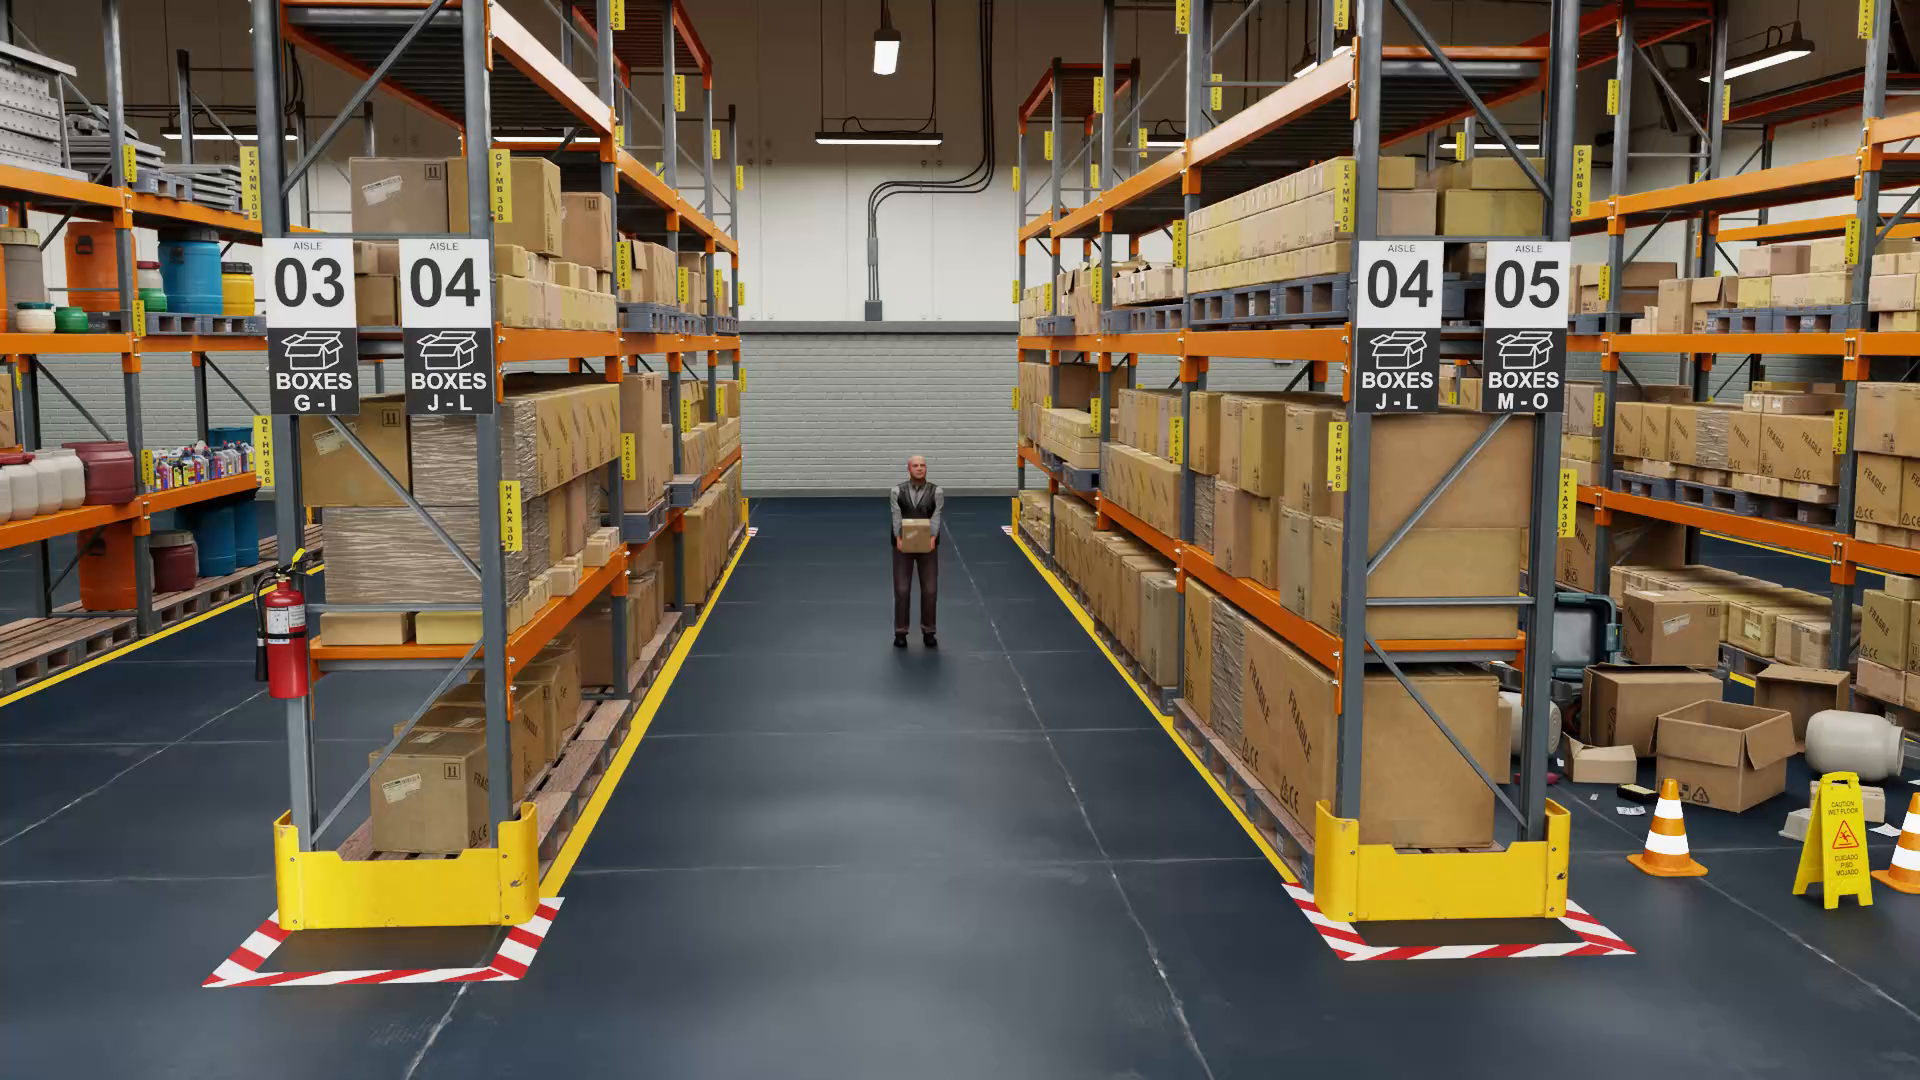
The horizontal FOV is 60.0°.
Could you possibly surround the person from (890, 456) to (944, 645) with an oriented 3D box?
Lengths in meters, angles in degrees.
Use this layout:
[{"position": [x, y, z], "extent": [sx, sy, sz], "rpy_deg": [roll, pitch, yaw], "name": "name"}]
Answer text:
[{"position": [-0.383, 0.102, 15.029], "extent": [0.494, 1.711, 0.551], "rpy_deg": [0, 7, -3], "name": "person"}]
